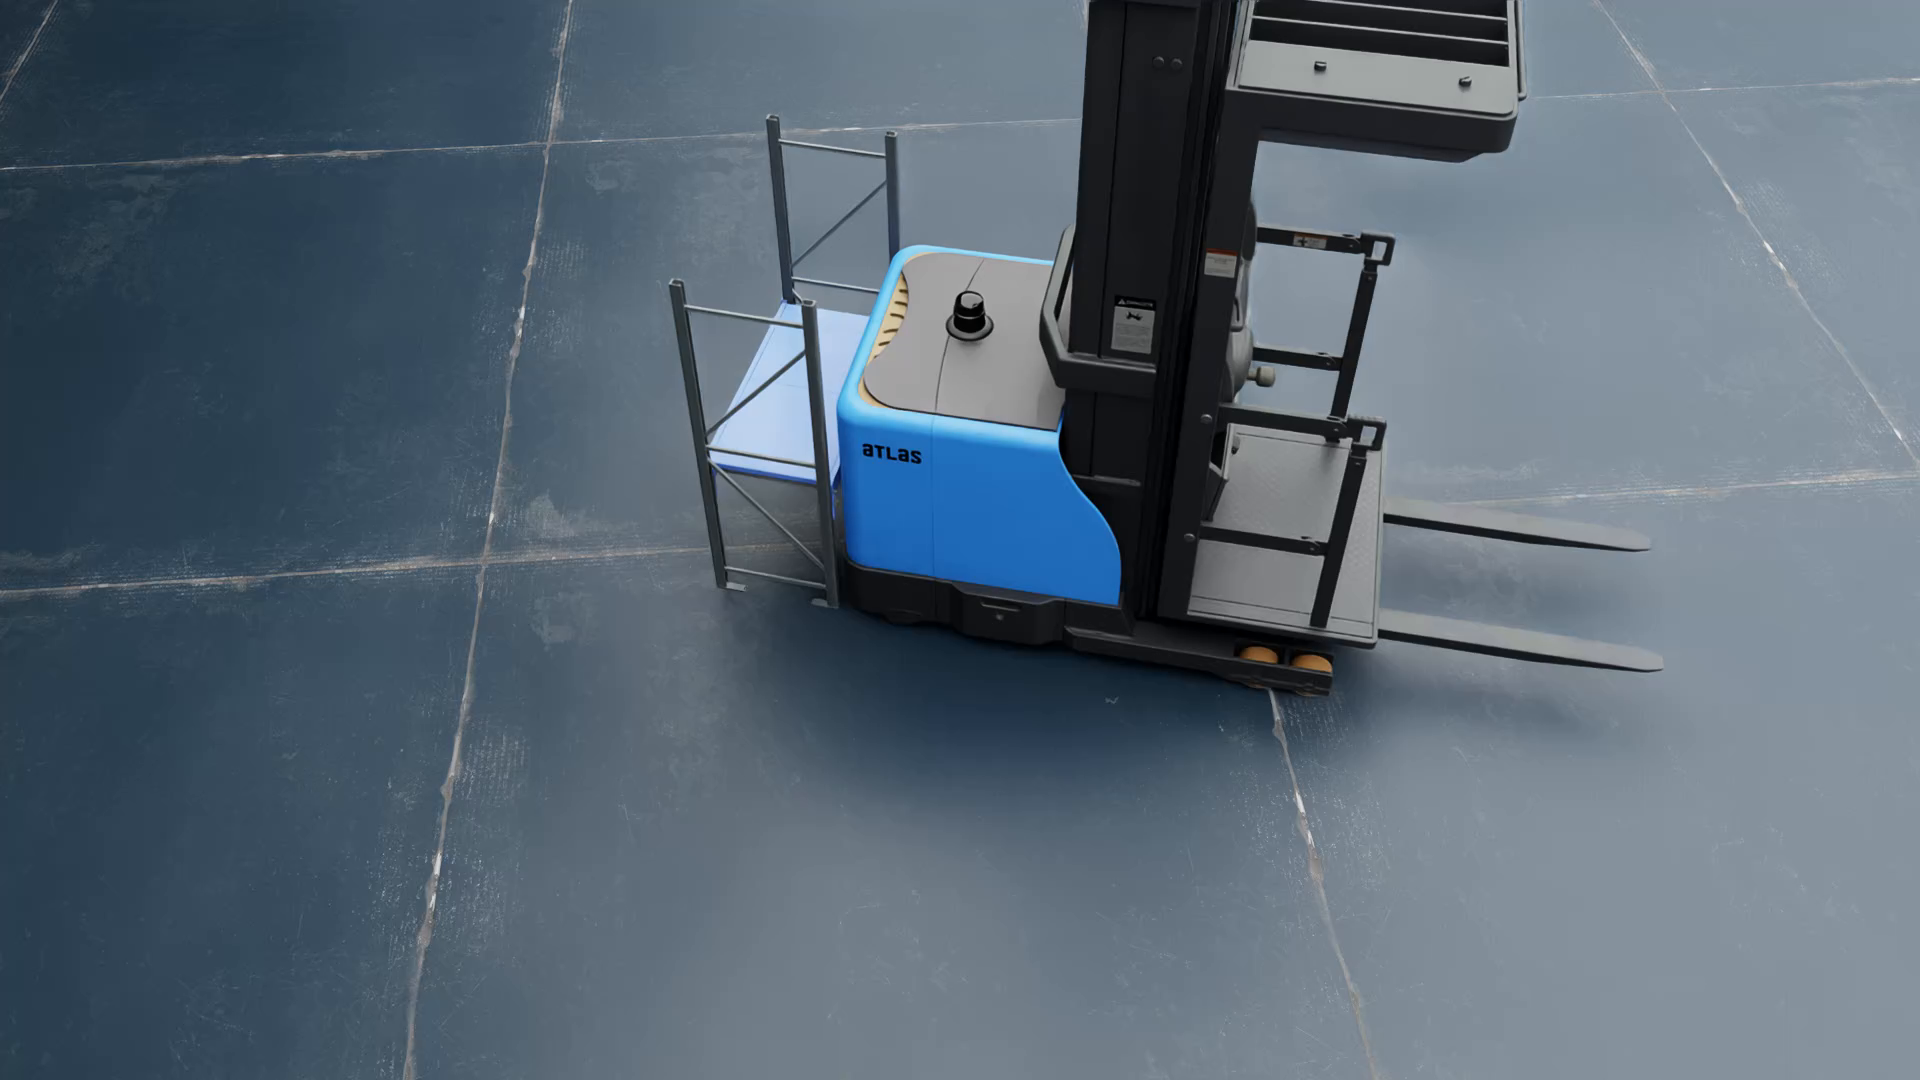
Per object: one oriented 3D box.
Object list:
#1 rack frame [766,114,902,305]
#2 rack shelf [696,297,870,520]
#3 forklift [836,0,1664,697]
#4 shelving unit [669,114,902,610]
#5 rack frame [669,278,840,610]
[{"bbox_3d":[-0.474,-1.014,6.677,0.500,1.500,0.032,10,47,9],"label":"rack frame"},{"bbox_3d":[-0.595,-0.532,6.468,0.538,0.185,1.000,10,47,9],"label":"rack shelf"},{"bbox_3d":[1.126,-0.849,5.535,3.031,2.935,1.130,9,47,8],"label":"forklift"},{"bbox_3d":[-0.595,-0.656,6.338,0.538,1.500,1.048,10,47,9],"label":"shelving unit"},{"bbox_3d":[-0.715,-0.297,5.998,0.500,1.500,0.032,10,47,9],"label":"rack frame"}]
